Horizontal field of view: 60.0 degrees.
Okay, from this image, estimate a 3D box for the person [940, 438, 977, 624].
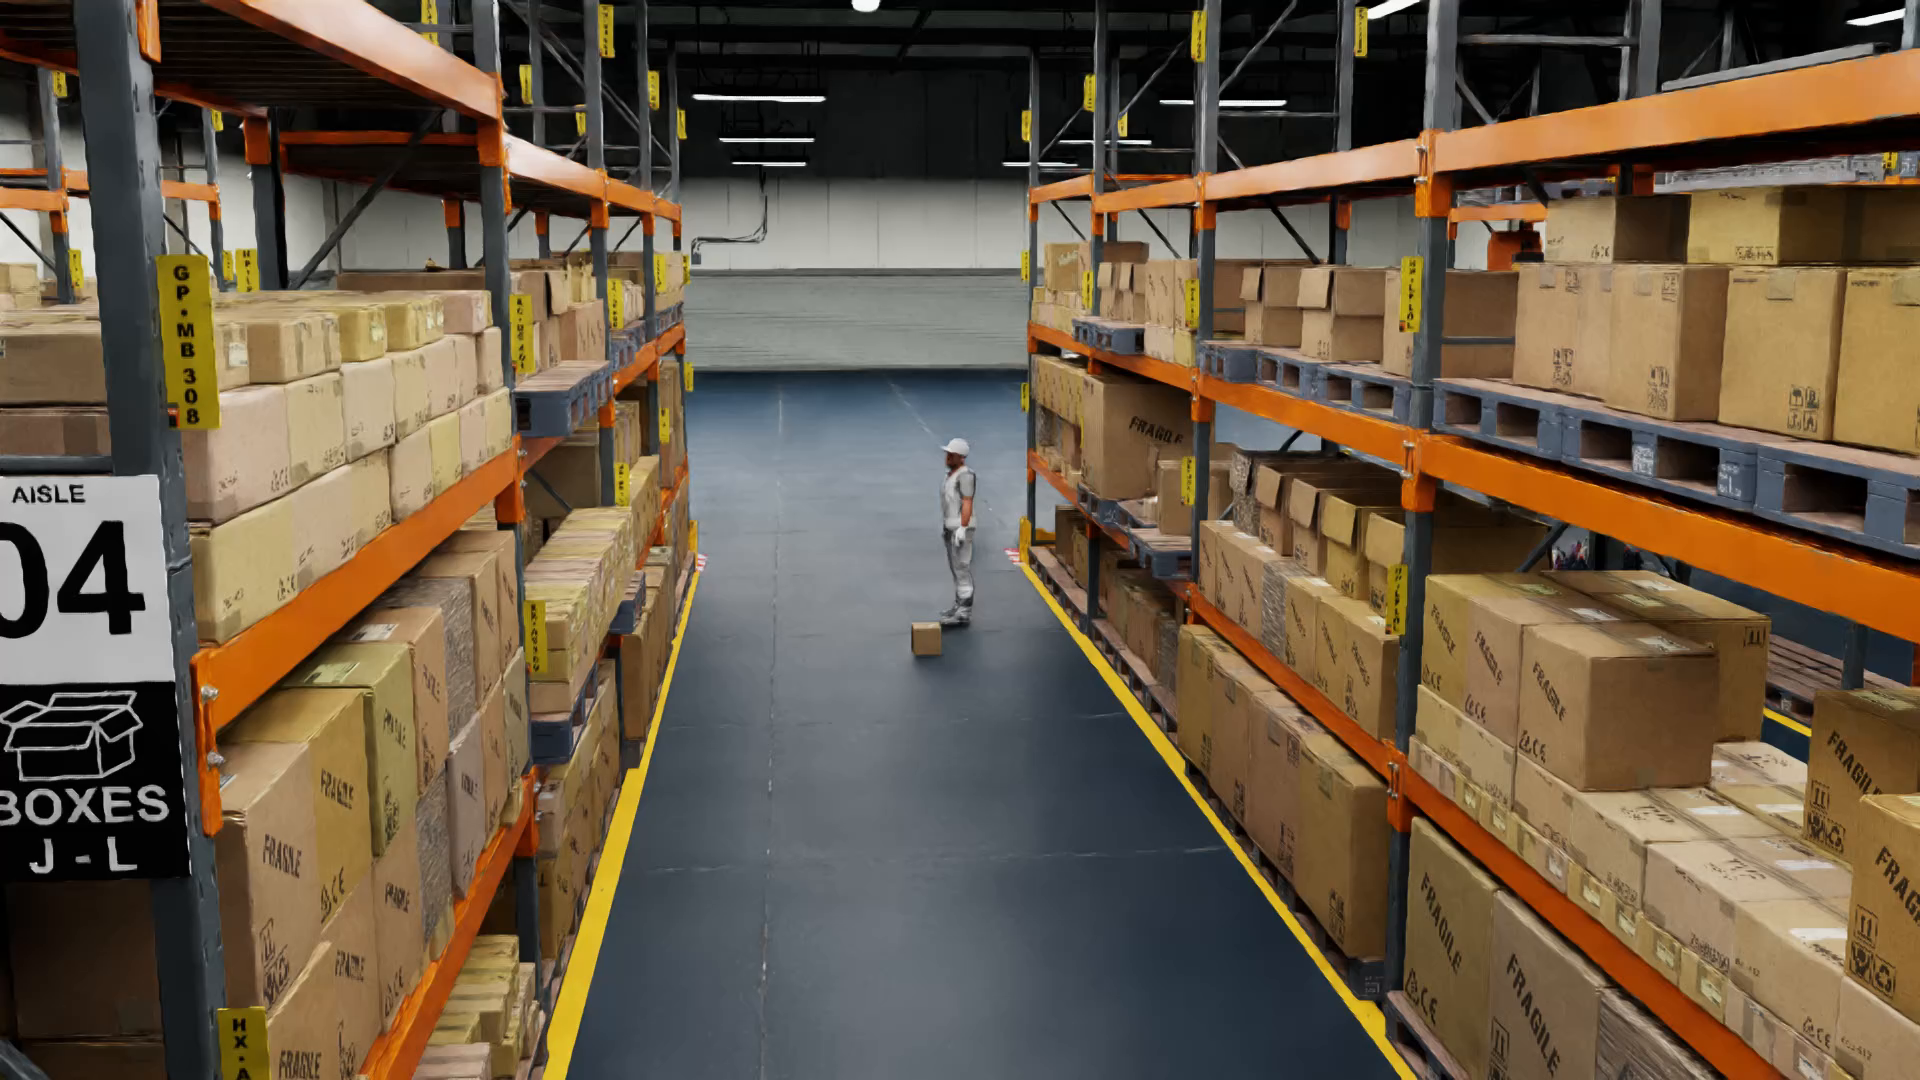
[{"bbox_3d":[-0.039,-0.089,16.140,0.393,1.800,0.668,-3,10,-16],"label":"person"}]
